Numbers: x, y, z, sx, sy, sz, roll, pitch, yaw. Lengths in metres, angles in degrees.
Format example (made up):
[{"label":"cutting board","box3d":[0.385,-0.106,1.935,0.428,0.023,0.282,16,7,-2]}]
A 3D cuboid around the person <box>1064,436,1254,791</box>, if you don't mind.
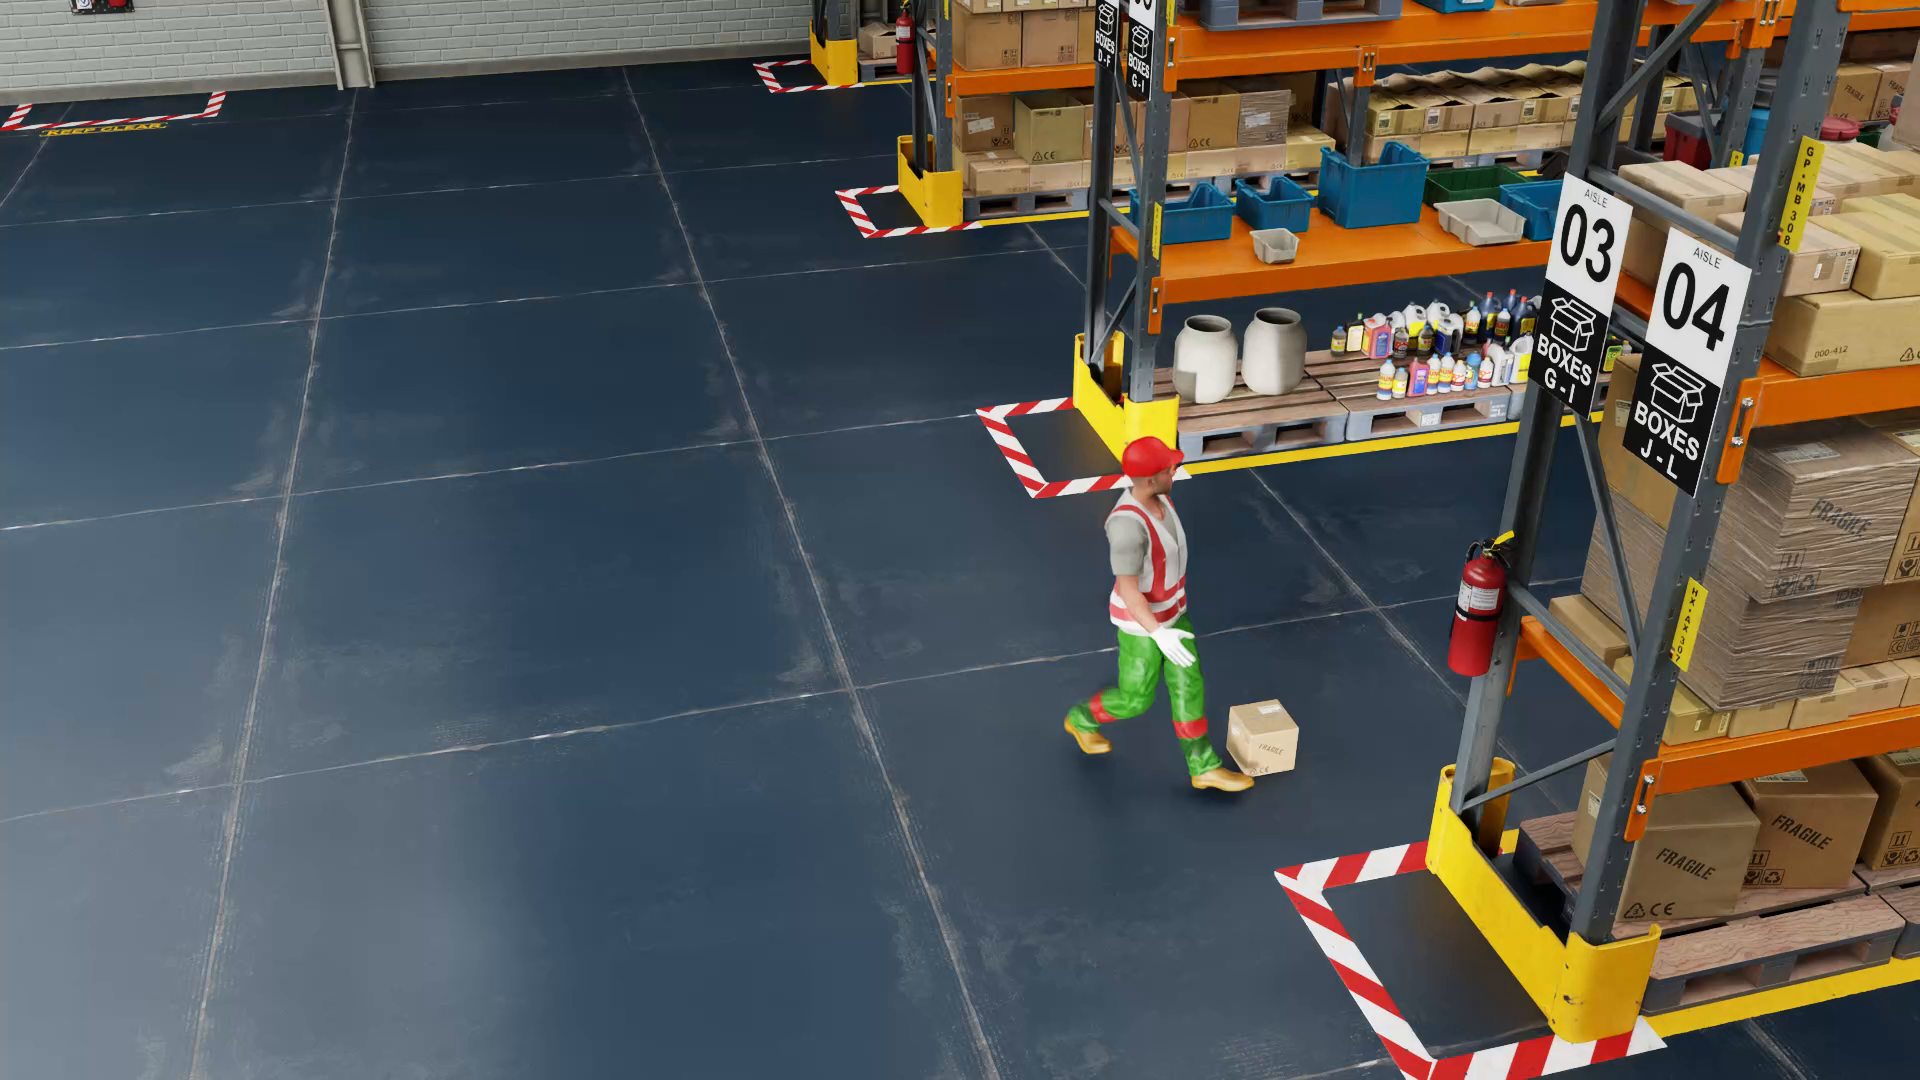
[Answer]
[{"label":"person","box3d":[0.938,0.369,7.607,0.959,1.743,0.622,15,33,25]}]
